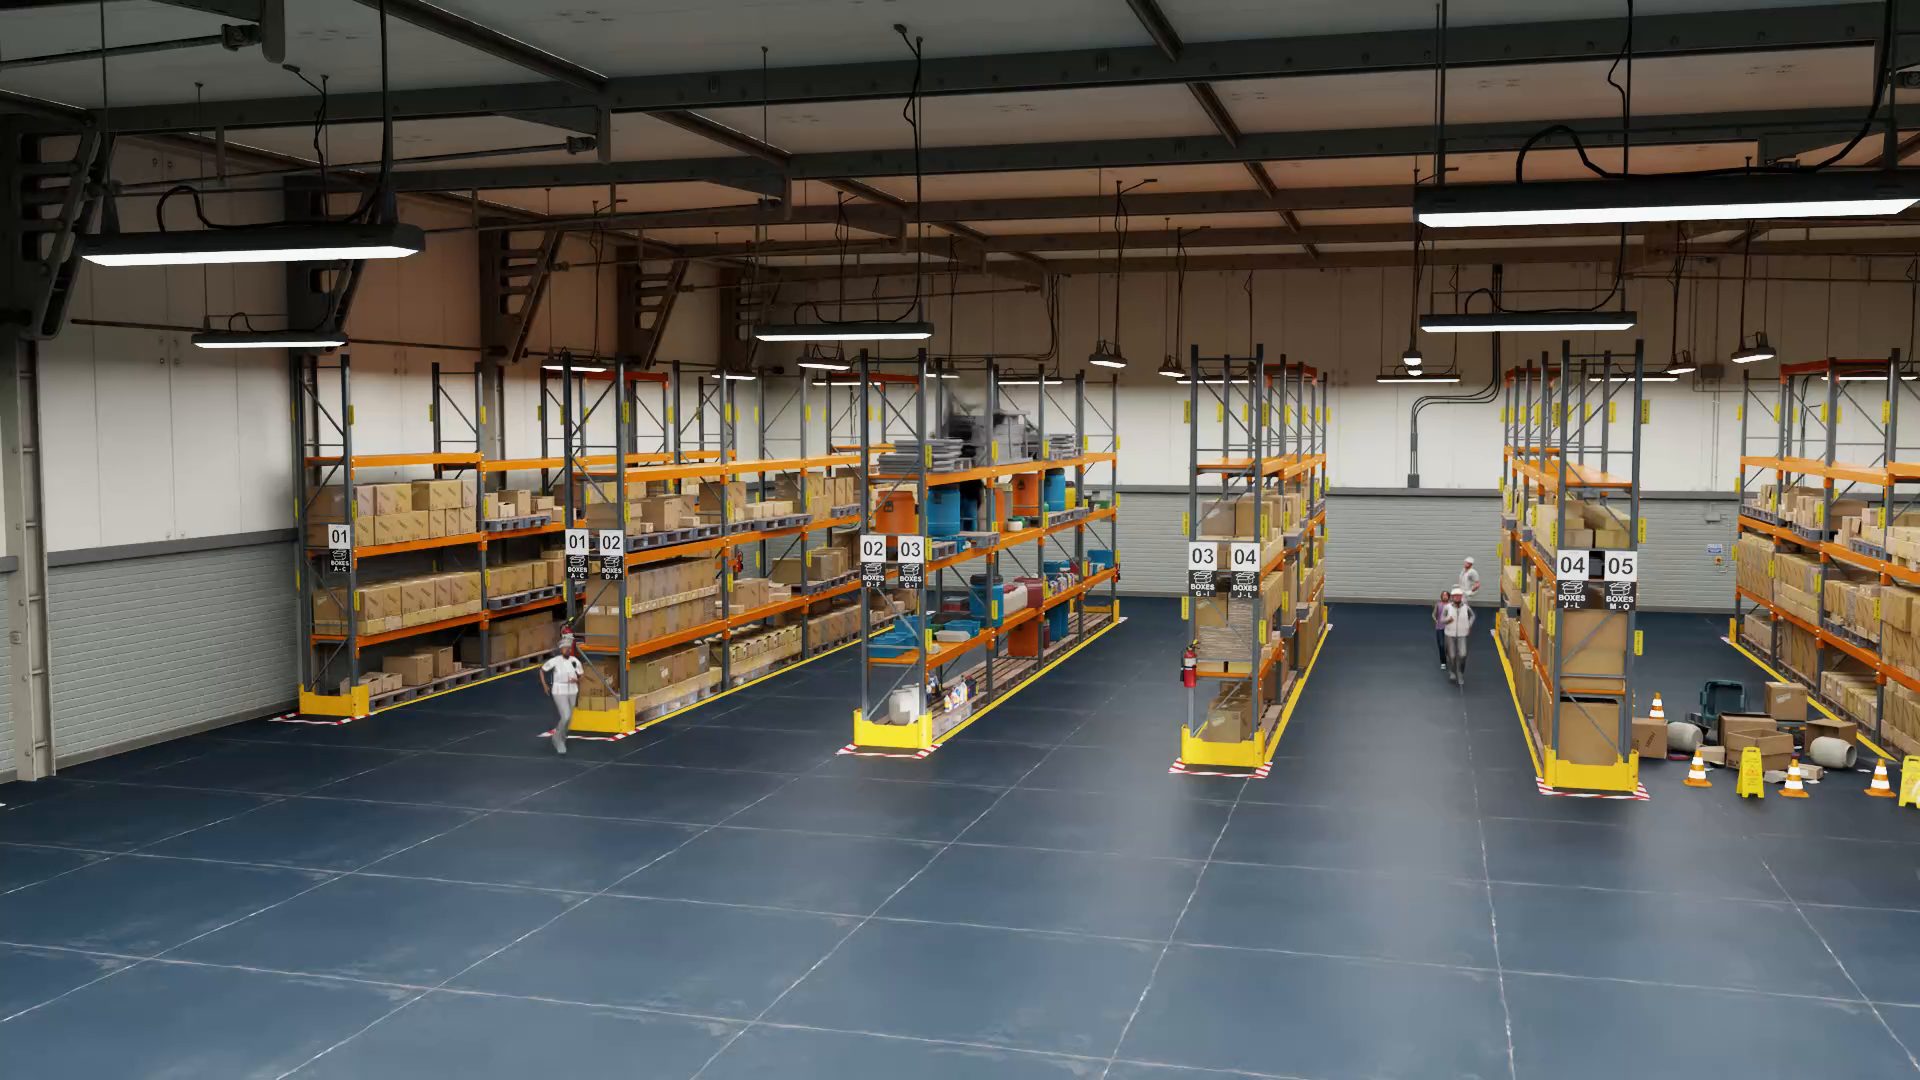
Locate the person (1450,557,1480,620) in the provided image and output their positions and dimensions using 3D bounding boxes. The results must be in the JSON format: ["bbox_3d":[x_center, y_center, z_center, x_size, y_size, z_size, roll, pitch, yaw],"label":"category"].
[{"bbox_3d":[11.768,1.238,38.857,0.514,1.701,0.733,-1,4,-15],"label":"person"}]

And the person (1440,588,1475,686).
[{"bbox_3d":[9.252,1.805,30.952,0.637,1.817,0.702,1,4,16],"label":"person"}]

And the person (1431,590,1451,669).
[{"bbox_3d":[9.553,1.768,32.763,0.530,1.552,0.551,1,5,18],"label":"person"}]

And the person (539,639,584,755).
[{"bbox_3d":[-5.884,2.318,24.749,0.558,1.708,0.656,-4,6,-42],"label":"person"}]
